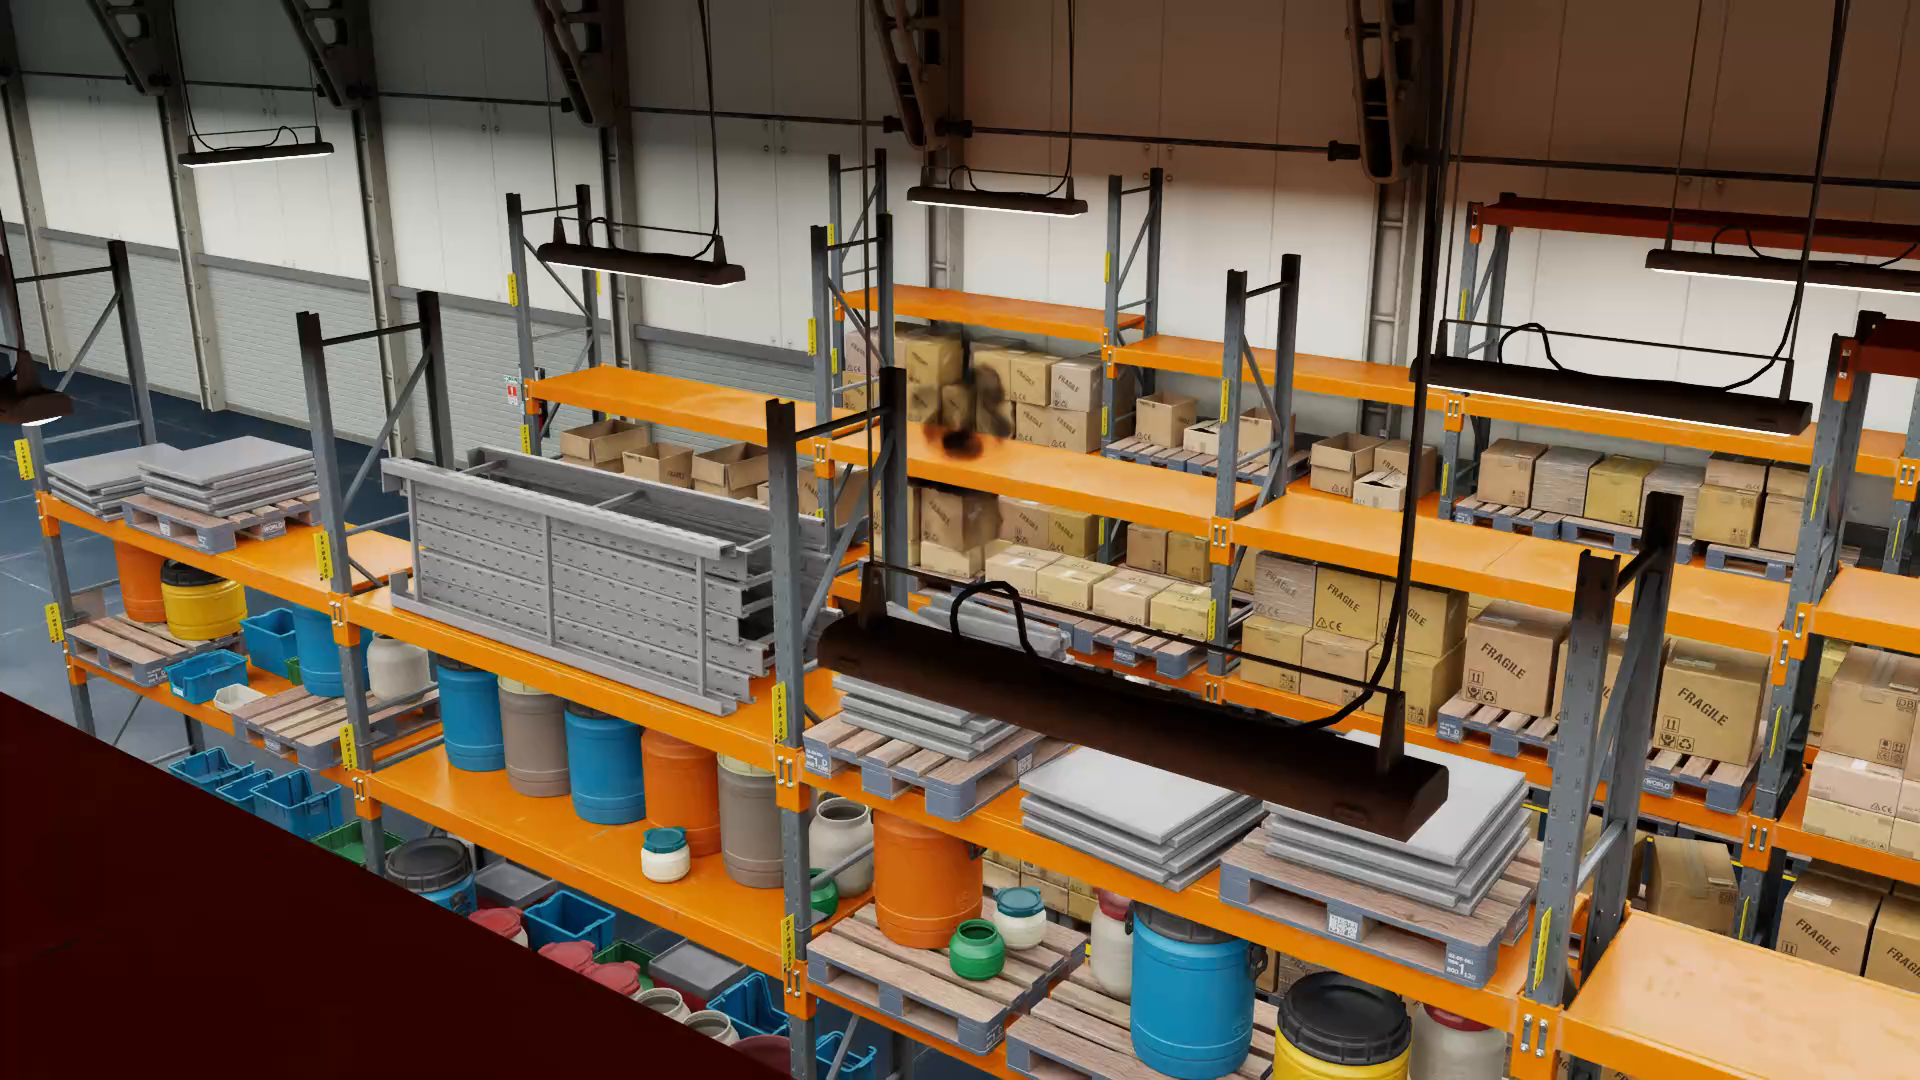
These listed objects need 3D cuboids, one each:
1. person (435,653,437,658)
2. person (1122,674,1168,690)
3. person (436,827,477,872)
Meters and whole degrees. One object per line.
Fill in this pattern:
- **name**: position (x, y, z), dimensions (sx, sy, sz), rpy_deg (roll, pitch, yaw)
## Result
- **person**: position (-5.761, 1.102, 19.296), dimensions (0.707, 1.695, 0.589), rpy_deg (-6, 20, -19)
- **person**: position (1.792, 1.841, 16.916), dimensions (0.854, 1.722, 0.593), rpy_deg (8, 20, 23)
- **person**: position (-4.305, 2.601, 14.581), dimensions (0.728, 1.801, 0.671), rpy_deg (10, 21, 28)
